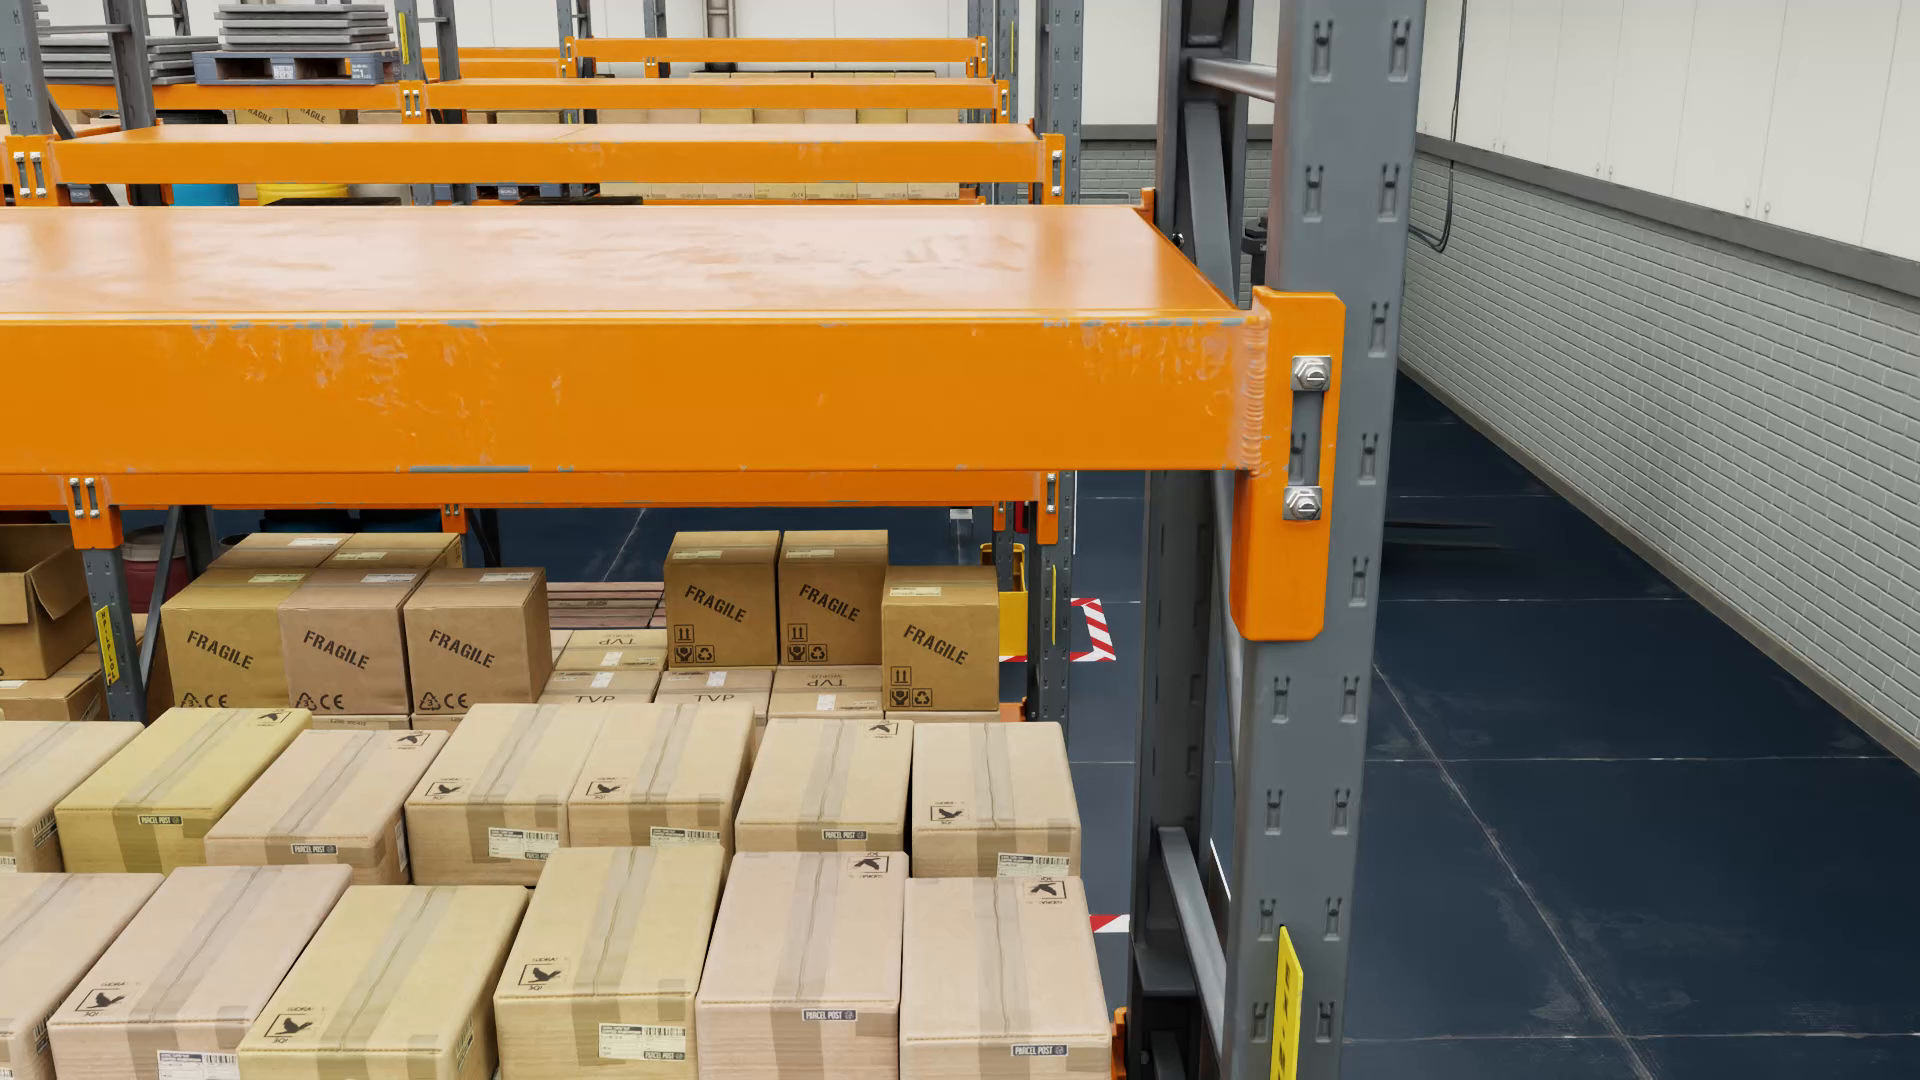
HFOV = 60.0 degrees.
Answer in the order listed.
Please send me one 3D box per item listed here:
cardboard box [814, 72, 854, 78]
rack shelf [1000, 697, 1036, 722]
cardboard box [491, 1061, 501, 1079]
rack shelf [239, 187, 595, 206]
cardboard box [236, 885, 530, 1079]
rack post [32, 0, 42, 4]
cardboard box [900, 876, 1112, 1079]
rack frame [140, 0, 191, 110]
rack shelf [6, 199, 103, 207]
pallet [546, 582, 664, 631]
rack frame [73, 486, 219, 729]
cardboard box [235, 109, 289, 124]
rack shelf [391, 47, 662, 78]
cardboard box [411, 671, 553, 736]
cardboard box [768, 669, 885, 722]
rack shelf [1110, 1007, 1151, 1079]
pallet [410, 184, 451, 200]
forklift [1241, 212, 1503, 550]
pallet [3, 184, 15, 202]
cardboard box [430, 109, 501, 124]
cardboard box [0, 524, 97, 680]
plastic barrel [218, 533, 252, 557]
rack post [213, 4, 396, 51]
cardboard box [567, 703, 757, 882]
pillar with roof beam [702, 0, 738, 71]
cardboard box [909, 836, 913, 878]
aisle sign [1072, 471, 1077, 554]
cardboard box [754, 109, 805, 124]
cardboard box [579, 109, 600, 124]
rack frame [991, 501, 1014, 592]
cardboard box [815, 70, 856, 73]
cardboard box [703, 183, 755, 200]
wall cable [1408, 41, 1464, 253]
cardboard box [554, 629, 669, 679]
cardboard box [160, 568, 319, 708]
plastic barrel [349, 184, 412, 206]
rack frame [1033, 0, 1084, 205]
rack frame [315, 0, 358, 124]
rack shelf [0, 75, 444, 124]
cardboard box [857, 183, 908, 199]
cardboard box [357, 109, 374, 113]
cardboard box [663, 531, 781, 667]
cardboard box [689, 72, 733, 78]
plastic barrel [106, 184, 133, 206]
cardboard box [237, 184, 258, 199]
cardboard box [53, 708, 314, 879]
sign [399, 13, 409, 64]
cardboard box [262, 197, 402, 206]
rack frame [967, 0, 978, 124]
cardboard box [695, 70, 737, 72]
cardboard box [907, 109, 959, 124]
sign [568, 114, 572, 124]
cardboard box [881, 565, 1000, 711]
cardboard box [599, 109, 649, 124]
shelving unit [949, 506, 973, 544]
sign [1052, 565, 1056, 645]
[{"bbox_3d":[-1.584,-5.638,20.967,0.500,0.500,0.500,-1,18,-3],"label":"cardboard box"},{"bbox_3d":[-1.600,1.124,7.812,4.000,0.370,1.077,0,18,-1],"label":"rack shelf"},{"bbox_3d":[-0.590,0.775,2.238,0.500,0.250,0.500,-1,18,-2],"label":"cardboard box"},{"bbox_3d":[-5.752,-3.311,16.725,4.000,0.370,1.077,0,18,-1],"label":"rack shelf"},{"bbox_3d":[-0.717,0.600,2.129,0.250,0.149,0.380,0,18,0],"label":"cardboard box"},{"bbox_3d":[-6.900,-3.839,11.437,0.986,0.289,0.624,0,18,-1],"label":"rack post"},{"bbox_3d":[0.050,0.593,2.151,0.250,0.149,0.380,0,18,-1],"label":"cardboard box"},{"bbox_3d":[-7.751,-5.072,16.127,0.127,3.000,1.000,0,18,-1],"label":"rack frame"},{"bbox_3d":[-9.751,-3.292,16.665,4.000,0.370,1.077,0,18,-1],"label":"rack shelf"},{"bbox_3d":[-2.943,0.590,12.861,1.213,0.211,1.003,0,18,-1],"label":"pallet"},{"bbox_3d":[-3.599,0.791,7.672,0.127,3.000,1.000,0,18,-1],"label":"rack frame"},{"bbox_3d":[-6.805,-4.170,16.425,0.500,0.500,0.500,0,18,-1],"label":"cardboard box"},{"bbox_3d":[-5.834,-6.062,21.044,4.000,0.370,1.077,0,18,-1],"label":"rack shelf"},{"bbox_3d":[-2.110,0.793,7.423,0.500,0.250,0.500,0,18,1],"label":"cardboard box"},{"bbox_3d":[-0.587,0.787,7.443,0.500,0.250,0.500,-1,18,-2],"label":"cardboard box"},{"bbox_3d":[-1.622,1.211,2.630,4.000,0.370,1.077,0,18,-1],"label":"rack shelf"},{"bbox_3d":[-5.442,-3.586,16.713,1.003,0.211,1.213,0,18,-1],"label":"pallet"},{"bbox_3d":[3.170,-1.295,14.285,3.031,2.935,1.130,3,18,9],"label":"forklift"},{"bbox_3d":[-9.547,-3.517,16.499,1.213,0.211,1.003,1,18,2],"label":"pallet"},{"bbox_3d":[-4.925,-3.968,16.582,0.600,0.600,0.600,0,18,-1],"label":"cardboard box"},{"bbox_3d":[-4.238,0.271,7.486,0.637,0.503,0.797,-1,18,-2],"label":"cardboard box"},{"bbox_3d":[-5.496,0.239,12.777,0.421,0.512,0.421,0,18,0],"label":"plastic barrel"},{"bbox_3d":[-4.520,-3.548,11.500,0.954,0.300,0.937,-1,18,-2],"label":"rack post"},{"bbox_3d":[-0.478,0.409,2.726,0.250,0.149,0.380,0,18,-1],"label":"cardboard box"},{"bbox_3d":[-3.080,-5.557,17.639,0.400,9.000,9.100,0,18,-1],"label":"pillar with roof beam"},{"bbox_3d":[-0.076,0.615,2.737,0.500,0.250,0.500,0,18,0],"label":"cardboard box"},{"bbox_3d":[0.477,-0.375,7.050,0.004,0.787,0.394,0,18,-1],"label":"aisle sign"},{"bbox_3d":[-1.767,-4.213,16.559,0.500,0.500,0.700,0,18,-1],"label":"cardboard box"},{"bbox_3d":[-4.716,-5.462,21.371,0.500,0.500,0.700,-1,18,-4],"label":"cardboard box"},{"bbox_3d":[0.322,-0.741,12.448,0.127,3.000,1.000,0,18,-1],"label":"rack frame"},{"bbox_3d":[-1.601,-5.796,21.461,0.500,0.500,0.500,0,18,-1],"label":"cardboard box"},{"bbox_3d":[-2.262,-3.522,16.450,0.500,0.250,0.500,0,18,-1],"label":"cardboard box"},{"bbox_3d":[5.826,-5.063,21.183,0.112,2.526,3.097,0,18,-1],"label":"wall cable"},{"bbox_3d":[-1.628,0.631,7.928,0.500,0.250,0.500,-1,18,-2],"label":"cardboard box"},{"bbox_3d":[-3.116,0.439,7.299,0.500,0.500,0.500,0,18,-1],"label":"cardboard box"},{"bbox_3d":[-4.208,-2.489,12.075,0.433,0.535,0.433,0,18,0],"label":"plastic barrel"},{"bbox_3d":[0.400,-2.085,6.816,0.127,3.000,1.000,0,18,-1],"label":"rack frame"},{"bbox_3d":[-7.833,-6.585,20.843,0.127,3.000,1.000,0,18,-1],"label":"rack frame"},{"bbox_3d":[-5.677,-3.036,11.612,4.000,0.370,1.077,0,18,-1],"label":"rack shelf"},{"bbox_3d":[-0.762,-3.529,16.473,0.500,0.250,0.500,0,18,-1],"label":"cardboard box"},{"bbox_3d":[-7.359,-5.434,21.281,0.500,0.500,0.700,-2,18,-5],"label":"cardboard box"},{"bbox_3d":[-1.102,0.271,7.824,0.500,0.500,0.500,-1,18,-2],"label":"cardboard box"},{"bbox_3d":[-3.117,-5.627,20.934,0.500,0.500,0.500,0,18,-1],"label":"cardboard box"},{"bbox_3d":[-5.907,-2.450,11.954,0.433,0.535,0.433,0,18,0],"label":"plastic barrel"},{"bbox_3d":[-6.806,-3.706,16.616,0.500,0.500,0.910,0,18,-1],"label":"cardboard box"},{"bbox_3d":[-1.242,0.416,2.705,0.250,0.149,0.380,0,18,1],"label":"cardboard box"},{"bbox_3d":[-3.671,-3.311,10.979,0.005,0.325,0.100,0,18,-1],"label":"sign"},{"bbox_3d":[-2.659,-1.292,7.012,0.500,0.250,0.500,-1,18,-4],"label":"cardboard box"},{"bbox_3d":[0.166,-6.624,20.964,0.127,3.000,1.000,0,18,-1],"label":"rack frame"},{"bbox_3d":[-3.139,-5.784,21.423,0.500,0.500,0.500,0,18,-1],"label":"cardboard box"},{"bbox_3d":[-0.266,-4.199,16.514,0.500,0.500,0.700,0,18,-1],"label":"cardboard box"},{"bbox_3d":[-3.740,-3.927,15.978,0.005,0.325,0.100,0,18,-1],"label":"sign"},{"bbox_3d":[-0.083,0.427,7.337,0.500,0.500,0.500,0,18,0],"label":"cardboard box"},{"bbox_3d":[-3.266,-4.201,16.521,0.500,0.500,0.700,0,18,-1],"label":"cardboard box"},{"bbox_3d":[0.008,-0.429,14.910,0.210,0.900,0.258,0,18,-1],"label":"shelving unit"},{"bbox_3d":[0.395,0.273,7.002,0.005,0.325,0.100,0,18,-1],"label":"sign"}]
